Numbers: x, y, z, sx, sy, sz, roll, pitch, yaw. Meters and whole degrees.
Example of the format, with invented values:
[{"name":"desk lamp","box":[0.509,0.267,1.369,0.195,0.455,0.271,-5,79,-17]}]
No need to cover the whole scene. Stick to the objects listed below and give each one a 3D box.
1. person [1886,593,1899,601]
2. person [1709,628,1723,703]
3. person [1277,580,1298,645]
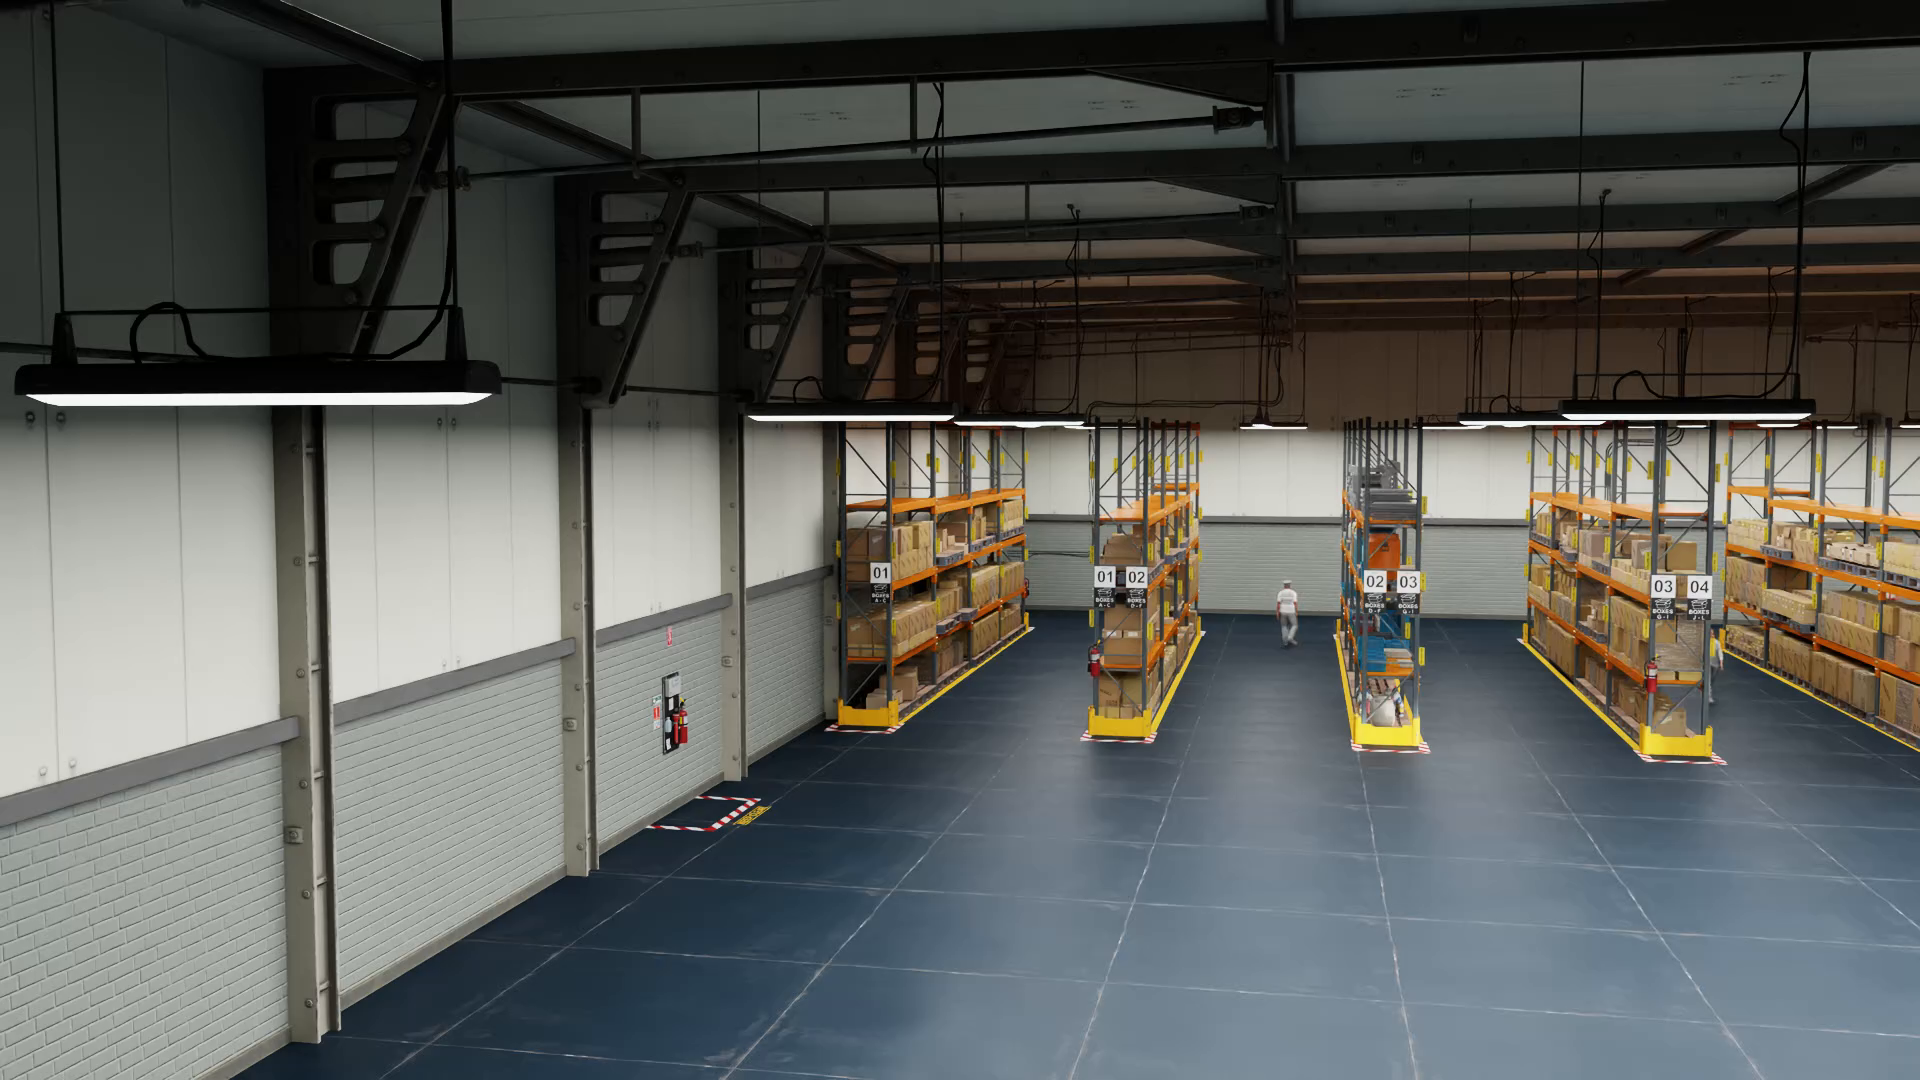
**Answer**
[{"name":"person","box":[26.085,1.817,46.695,1.035,1.749,0.526,-1,4,-13]},{"name":"person","box":[15.898,2.646,35.159,0.434,1.547,0.946,1,4,11]},{"name":"person","box":[8.783,1.959,44.601,0.582,1.754,0.547,1,4,19]}]
